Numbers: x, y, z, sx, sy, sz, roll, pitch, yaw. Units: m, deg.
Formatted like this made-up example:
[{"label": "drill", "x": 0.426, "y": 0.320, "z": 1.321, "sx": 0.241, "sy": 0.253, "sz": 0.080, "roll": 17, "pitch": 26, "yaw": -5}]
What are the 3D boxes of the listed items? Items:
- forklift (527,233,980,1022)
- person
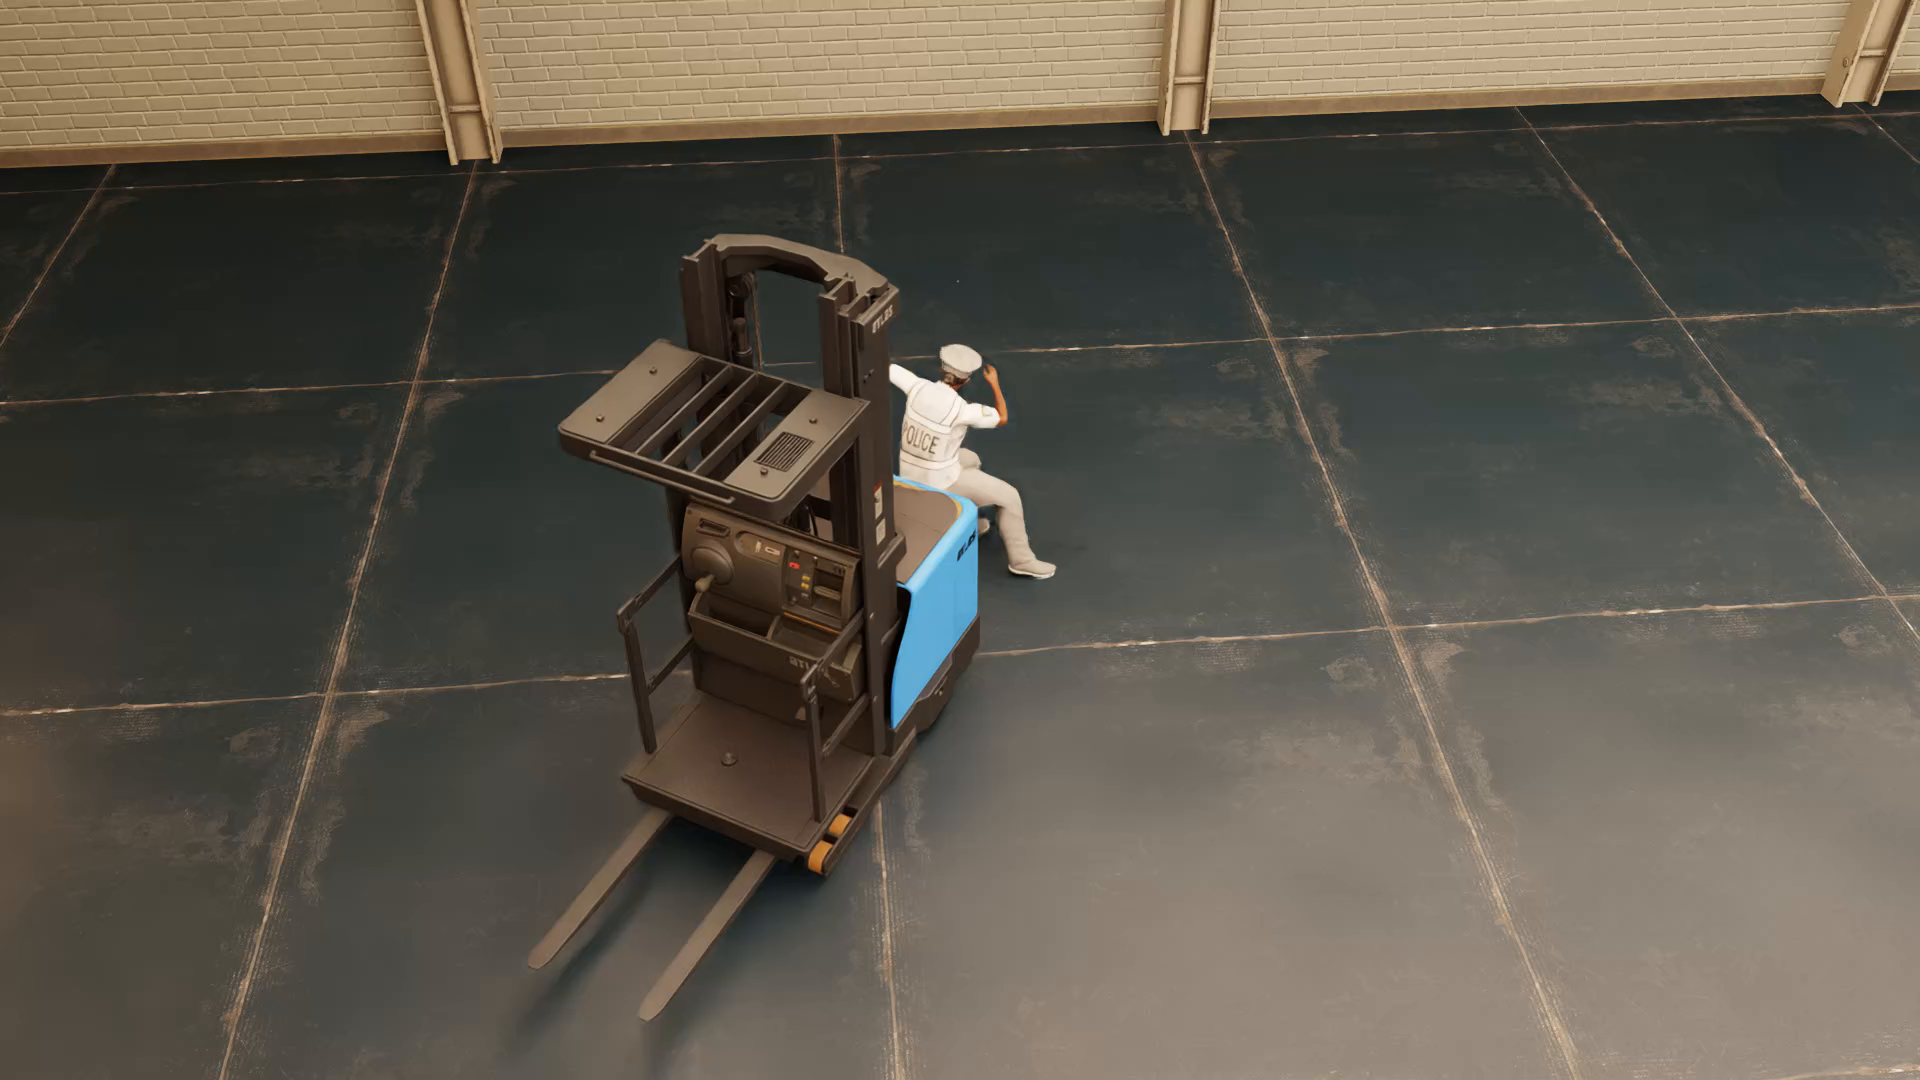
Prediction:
[{"label": "forklift", "x": -1.000, "y": 0.212, "z": 7.690, "sx": 1.130, "sy": 2.935, "sz": 3.031, "roll": 18, "pitch": 44, "yaw": 20}, {"label": "person", "x": -0.087, "y": -0.556, "z": 9.810, "sx": 1.490, "sy": 1.376, "sz": 0.752, "roll": 29, "pitch": 48, "yaw": 30}]
